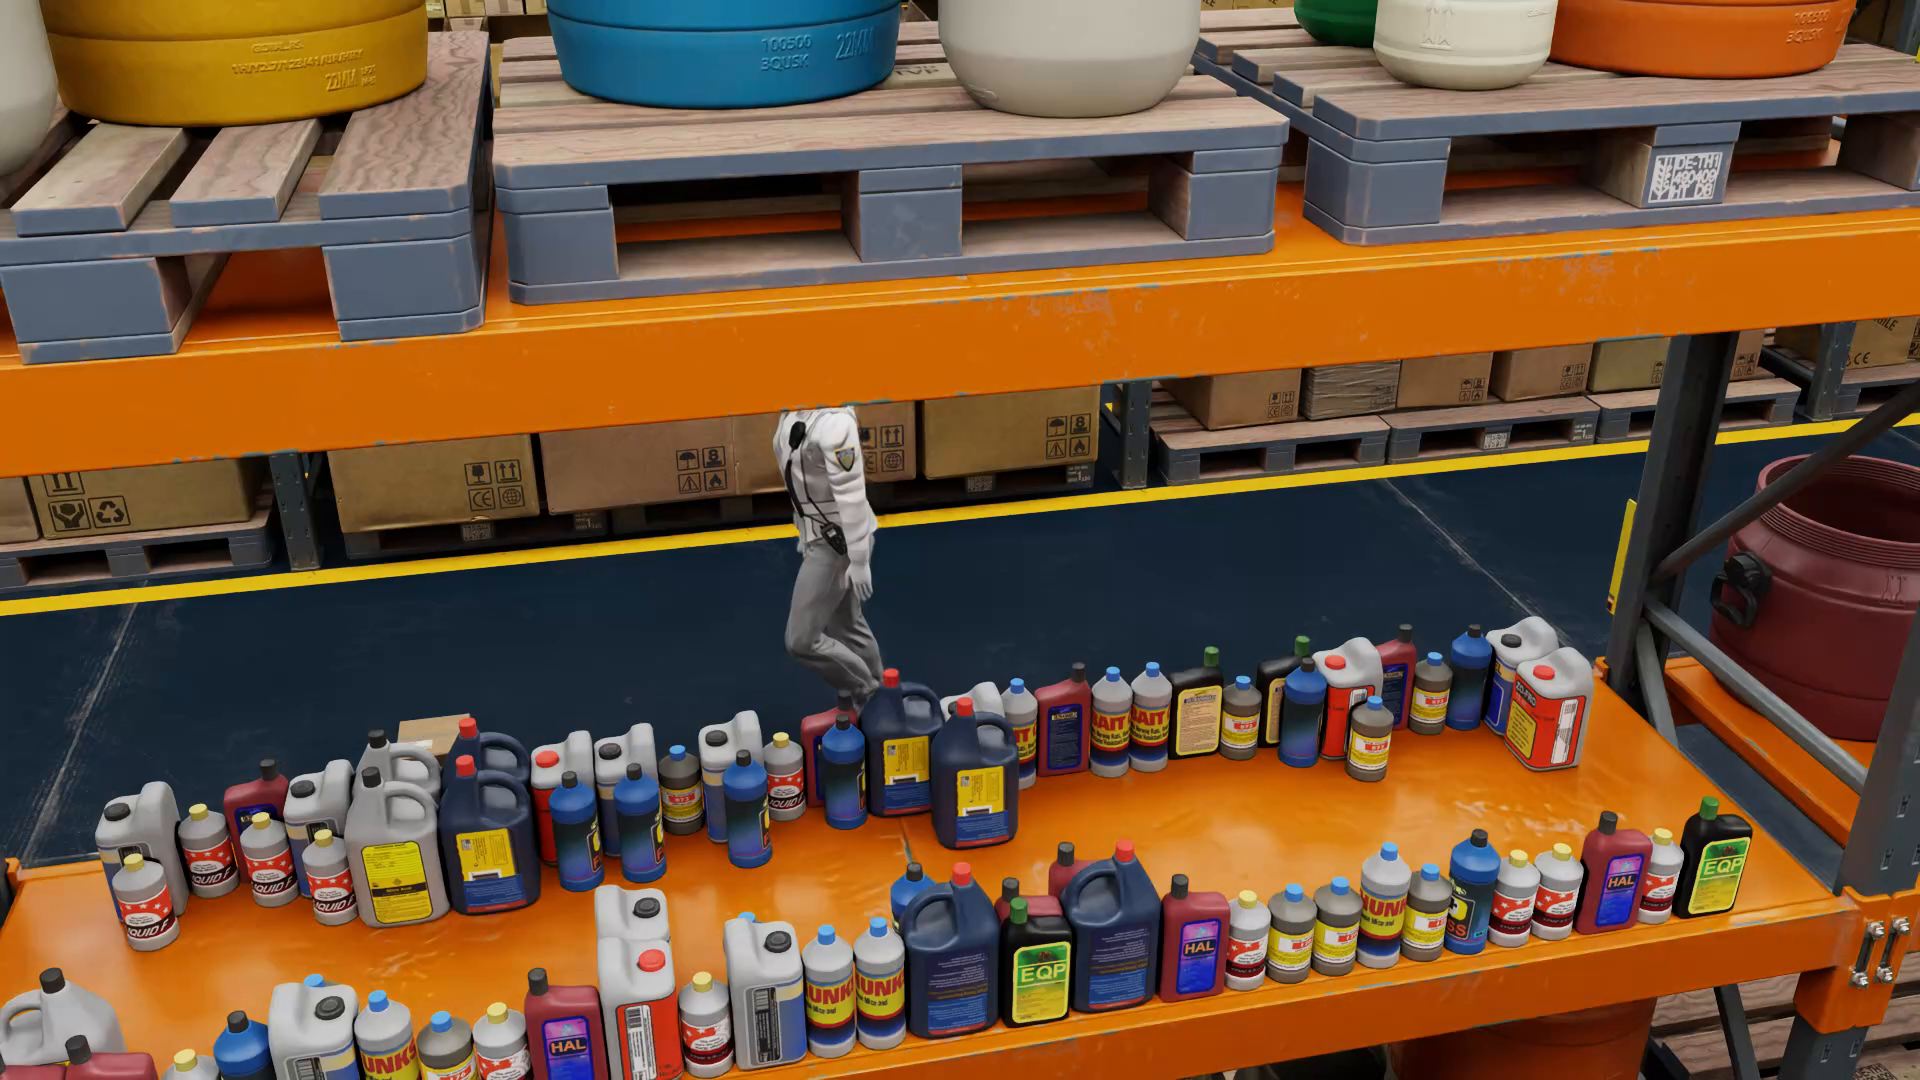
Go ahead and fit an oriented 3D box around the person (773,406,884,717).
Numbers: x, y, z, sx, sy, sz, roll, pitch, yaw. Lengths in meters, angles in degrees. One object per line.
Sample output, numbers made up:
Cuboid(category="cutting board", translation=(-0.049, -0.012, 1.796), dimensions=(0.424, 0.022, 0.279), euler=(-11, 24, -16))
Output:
Cuboid(category="person", translation=(-0.472, -0.005, 6.057), dimensions=(0.418, 1.675, 0.515), euler=(-7, 28, -14))
